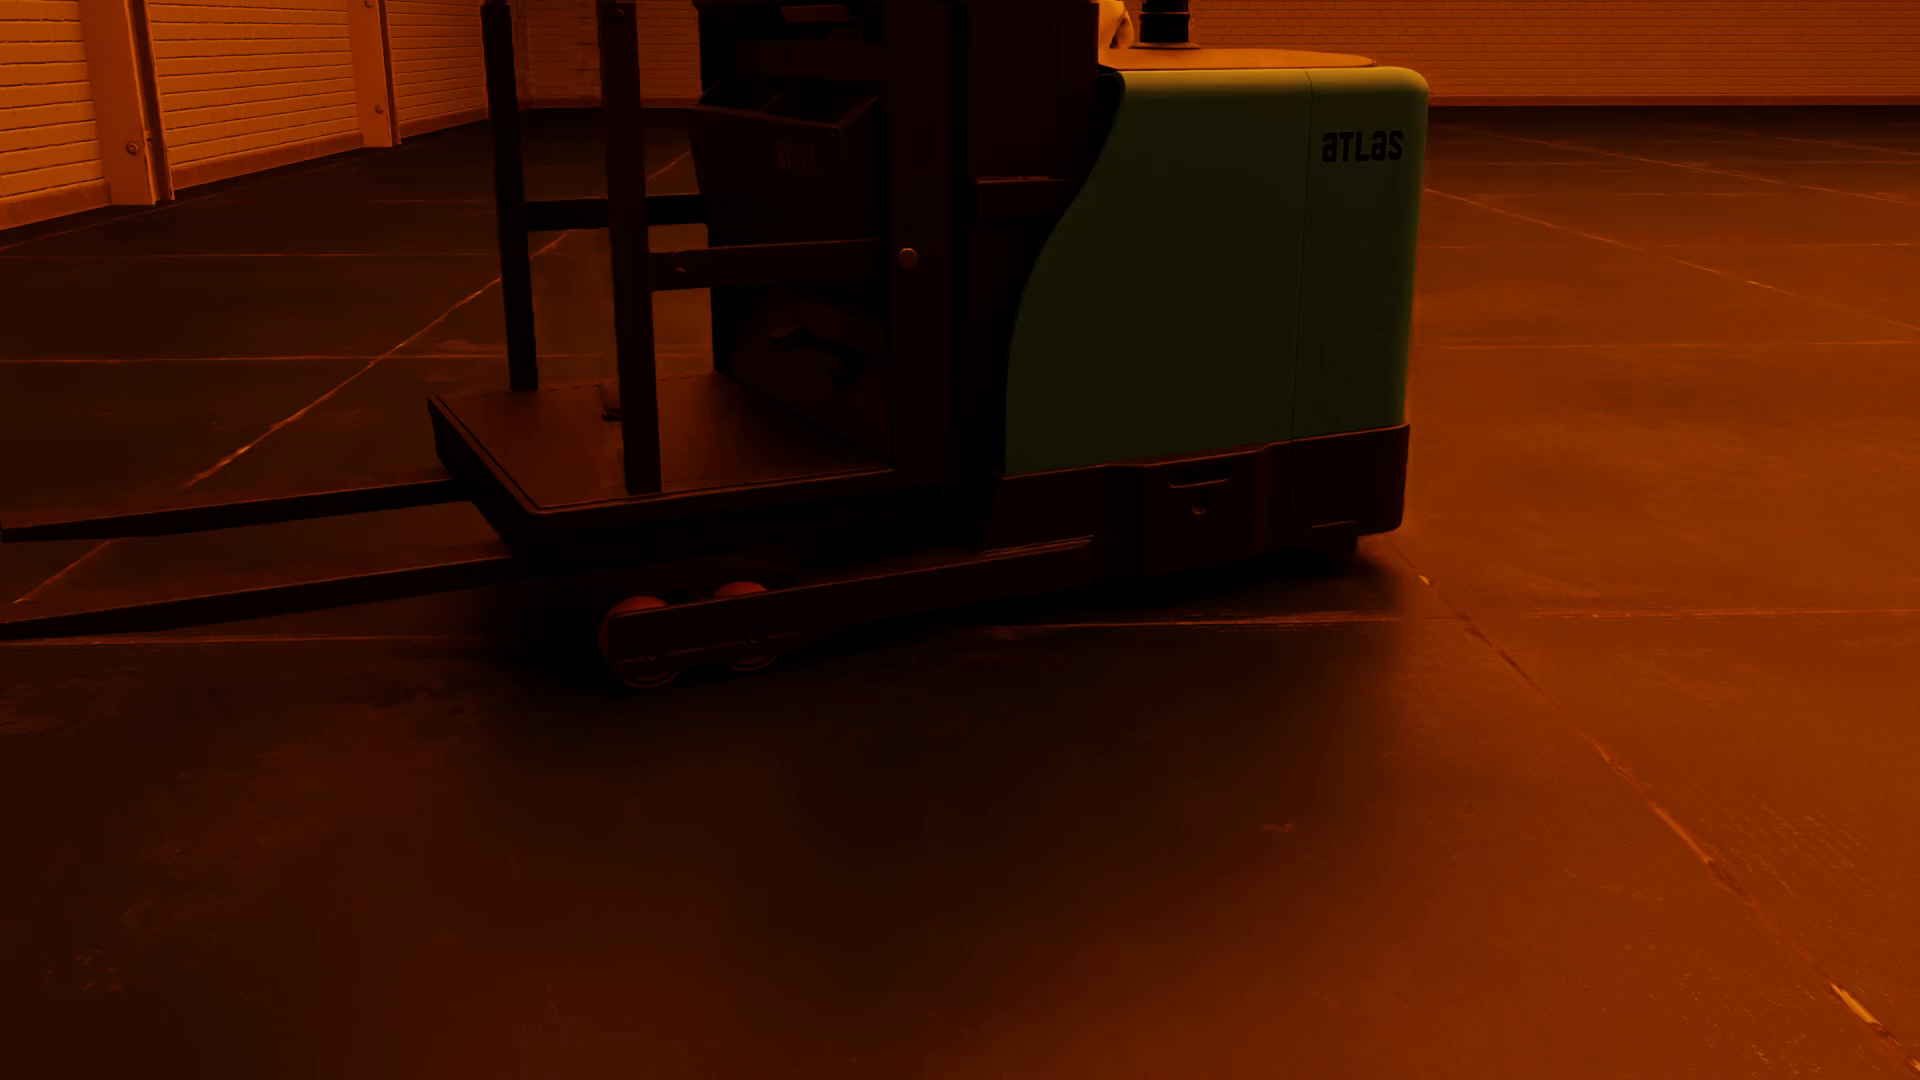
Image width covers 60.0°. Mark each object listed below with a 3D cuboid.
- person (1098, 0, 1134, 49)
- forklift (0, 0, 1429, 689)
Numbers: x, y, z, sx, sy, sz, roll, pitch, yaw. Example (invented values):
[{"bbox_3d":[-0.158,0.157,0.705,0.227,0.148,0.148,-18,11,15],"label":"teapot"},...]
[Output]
[{"bbox_3d":[0.366,-1.614,6.496,0.666,1.587,0.601,-3,17,-11],"label":"person"},{"bbox_3d":[-0.544,-1.306,3.178,3.031,2.935,1.130,-8,19,-25],"label":"forklift"}]
